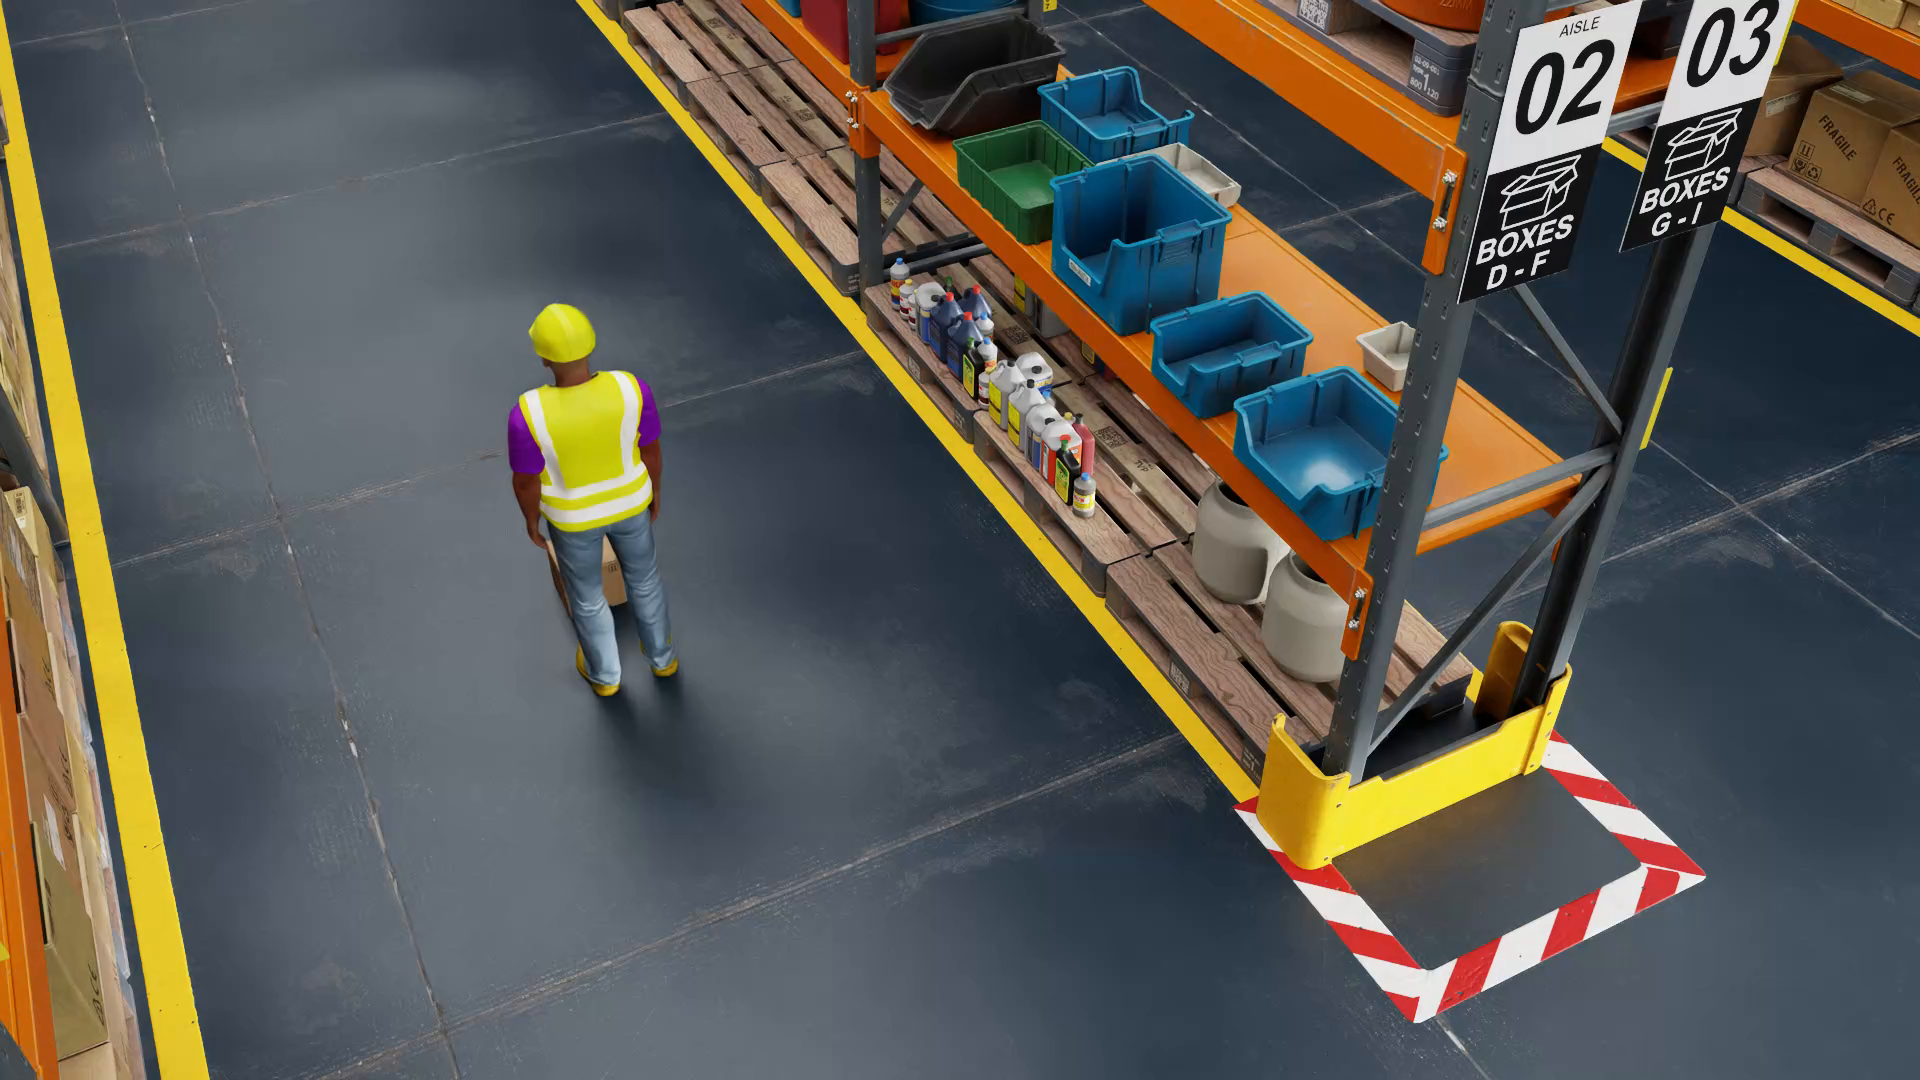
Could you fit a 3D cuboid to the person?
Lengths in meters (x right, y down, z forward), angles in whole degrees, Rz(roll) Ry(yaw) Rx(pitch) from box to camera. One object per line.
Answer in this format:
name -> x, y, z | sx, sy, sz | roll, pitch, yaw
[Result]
person -> -1.385, -0.136, 6.299 | 0.562, 1.761, 0.358 | -17, 44, -19
